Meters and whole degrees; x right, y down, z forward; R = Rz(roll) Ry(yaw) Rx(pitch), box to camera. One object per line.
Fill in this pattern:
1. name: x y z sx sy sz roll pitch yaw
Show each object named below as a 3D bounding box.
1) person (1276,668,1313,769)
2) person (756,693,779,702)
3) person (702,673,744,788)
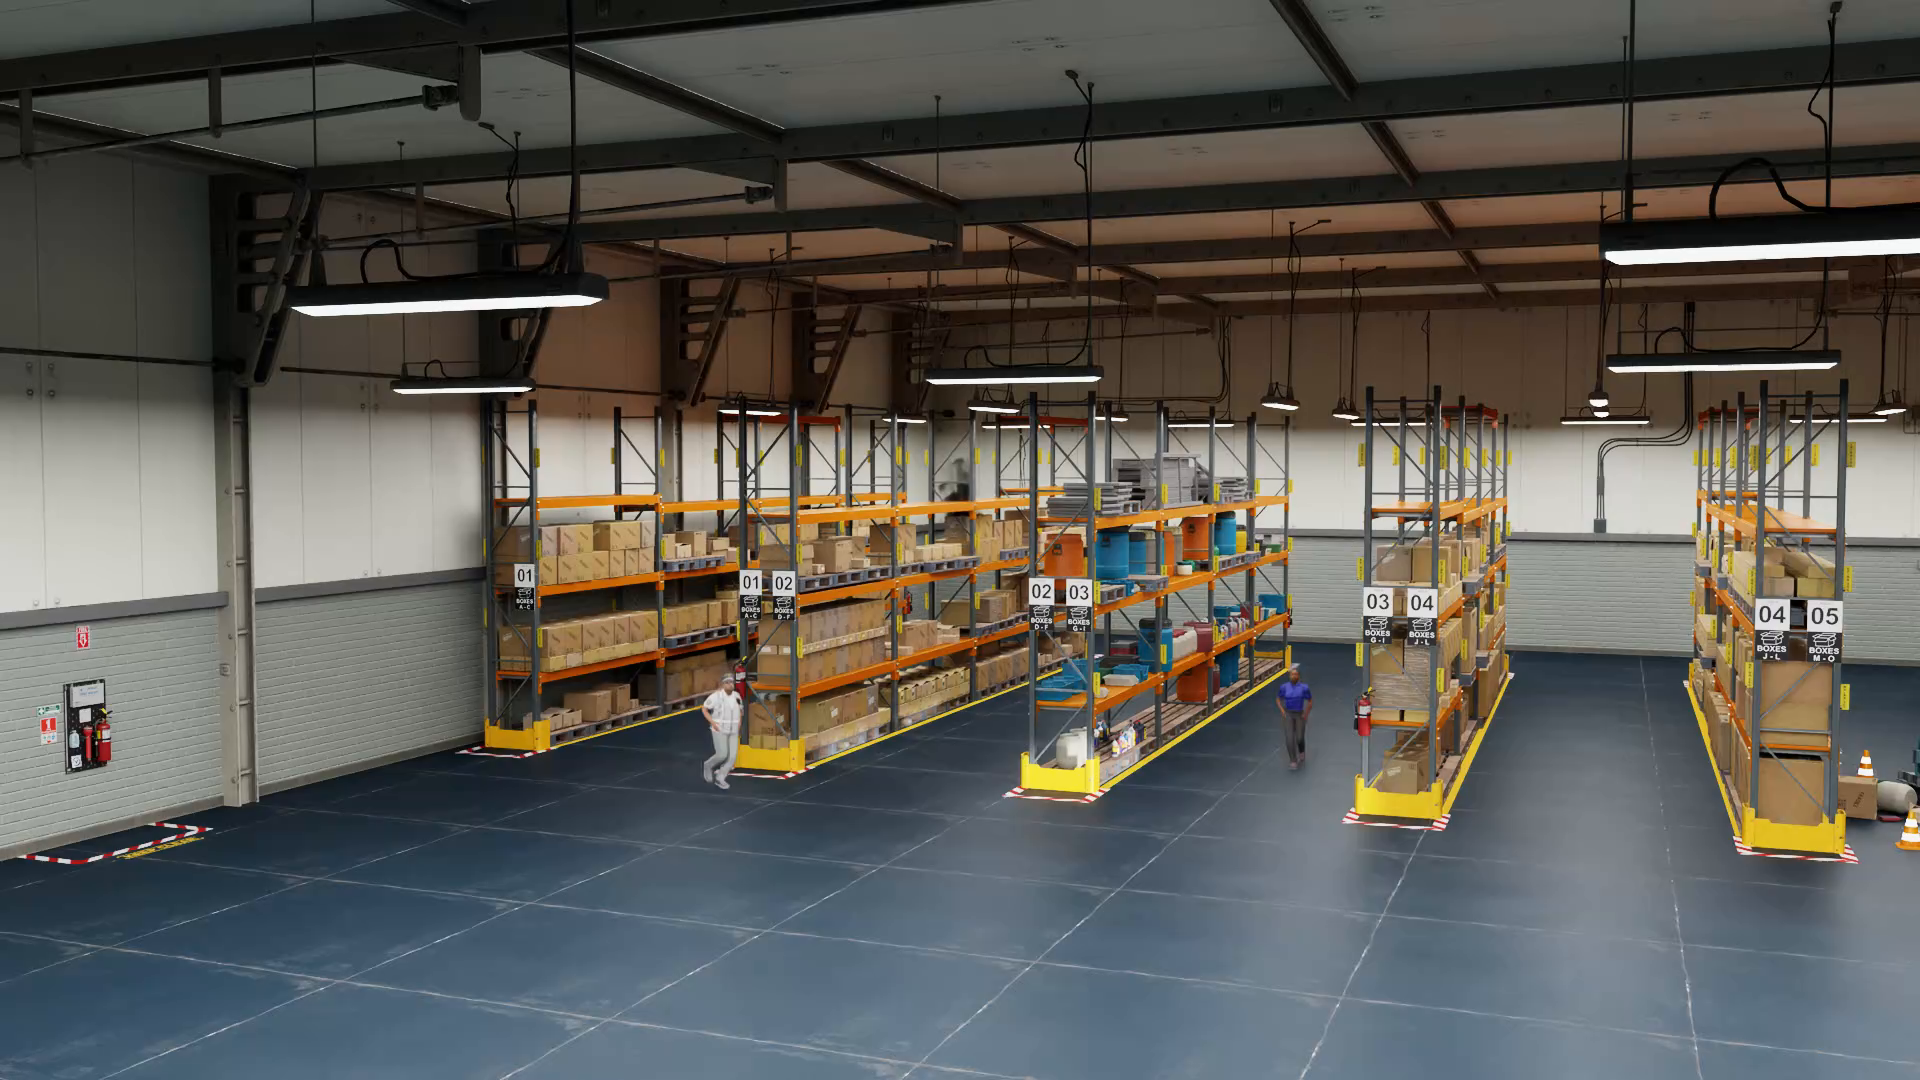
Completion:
1. person: 5.399 2.873 26.896 0.584 1.627 0.557 1 3 17
2. person: -3.480 2.667 30.452 0.569 1.647 0.642 1 3 19
3. person: -3.574 2.889 25.337 0.693 1.743 0.552 -2 4 -37
